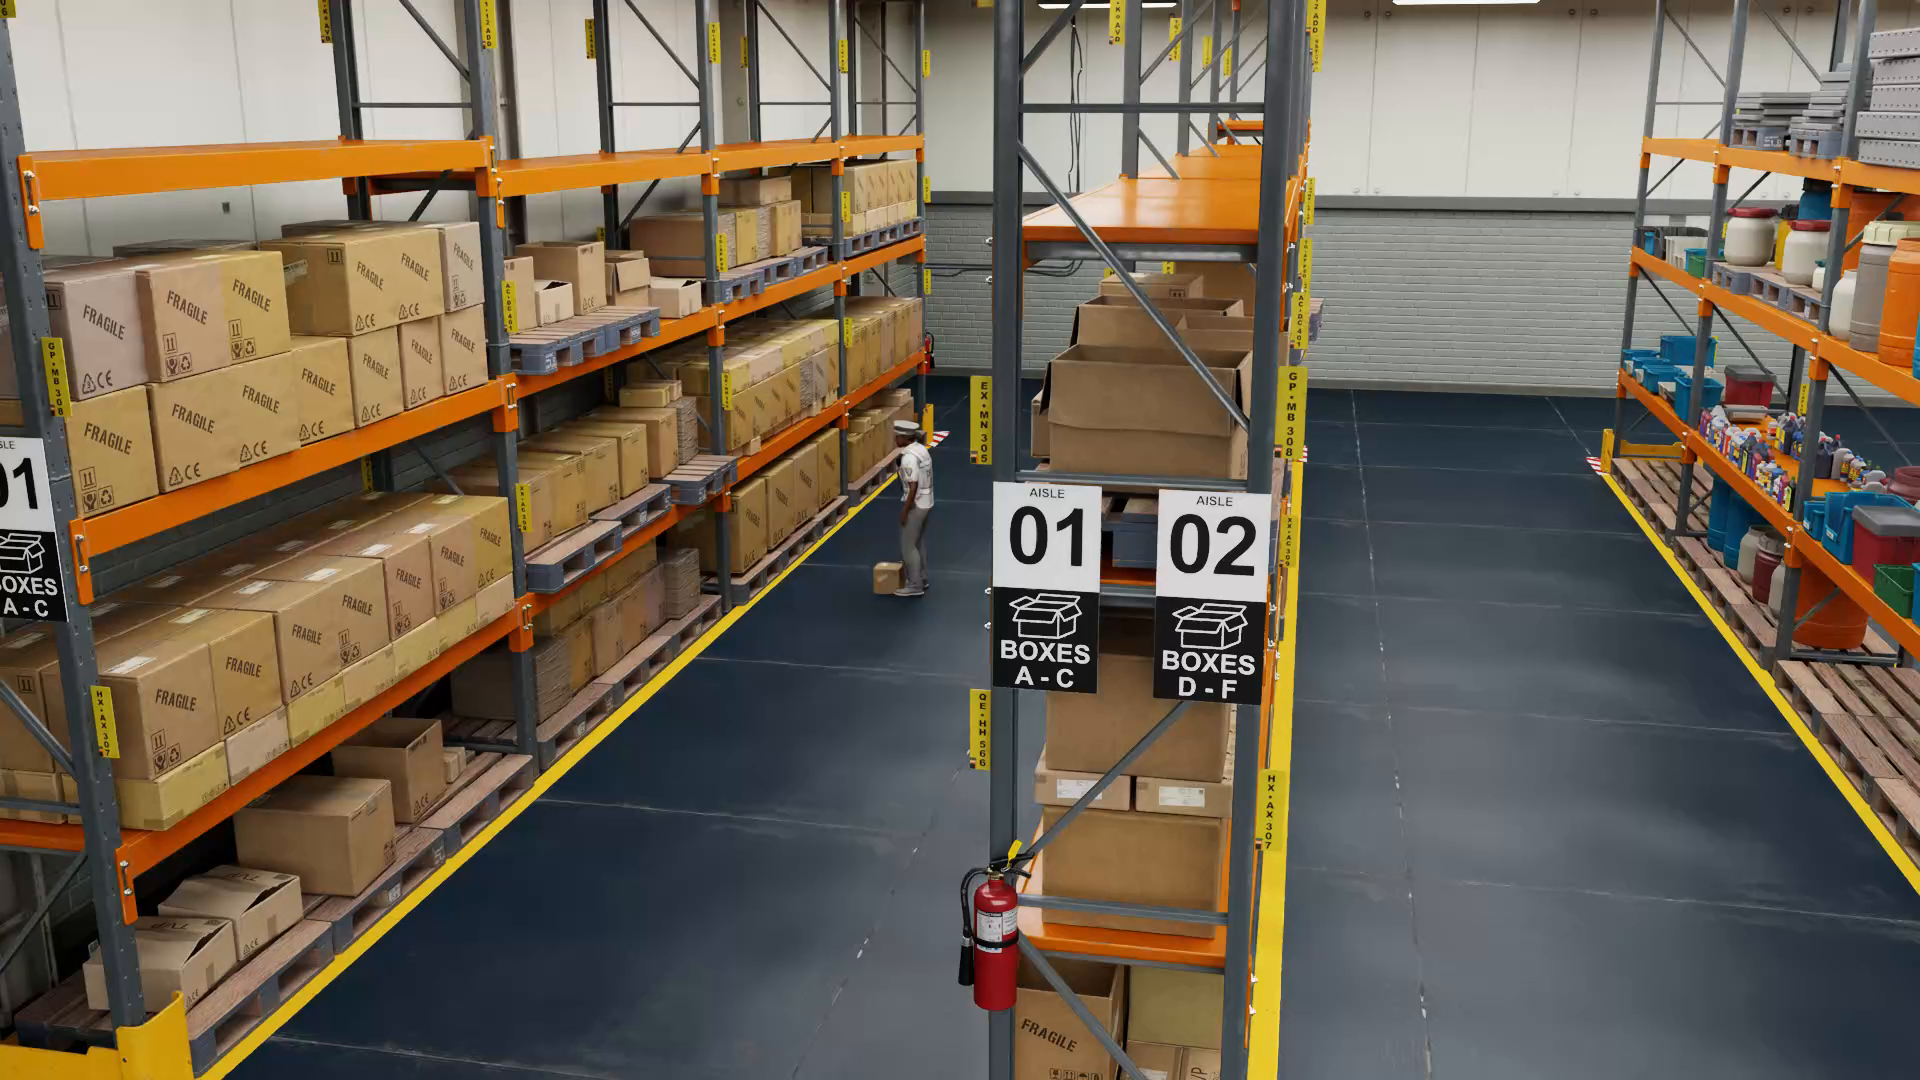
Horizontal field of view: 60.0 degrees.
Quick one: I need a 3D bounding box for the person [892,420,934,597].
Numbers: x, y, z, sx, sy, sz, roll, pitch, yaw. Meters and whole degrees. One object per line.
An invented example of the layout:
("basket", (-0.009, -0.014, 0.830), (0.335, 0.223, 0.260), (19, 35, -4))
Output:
("person", (-0.442, -0.307, 15.676), (0.386, 1.660, 0.505), (2, 15, 9))
